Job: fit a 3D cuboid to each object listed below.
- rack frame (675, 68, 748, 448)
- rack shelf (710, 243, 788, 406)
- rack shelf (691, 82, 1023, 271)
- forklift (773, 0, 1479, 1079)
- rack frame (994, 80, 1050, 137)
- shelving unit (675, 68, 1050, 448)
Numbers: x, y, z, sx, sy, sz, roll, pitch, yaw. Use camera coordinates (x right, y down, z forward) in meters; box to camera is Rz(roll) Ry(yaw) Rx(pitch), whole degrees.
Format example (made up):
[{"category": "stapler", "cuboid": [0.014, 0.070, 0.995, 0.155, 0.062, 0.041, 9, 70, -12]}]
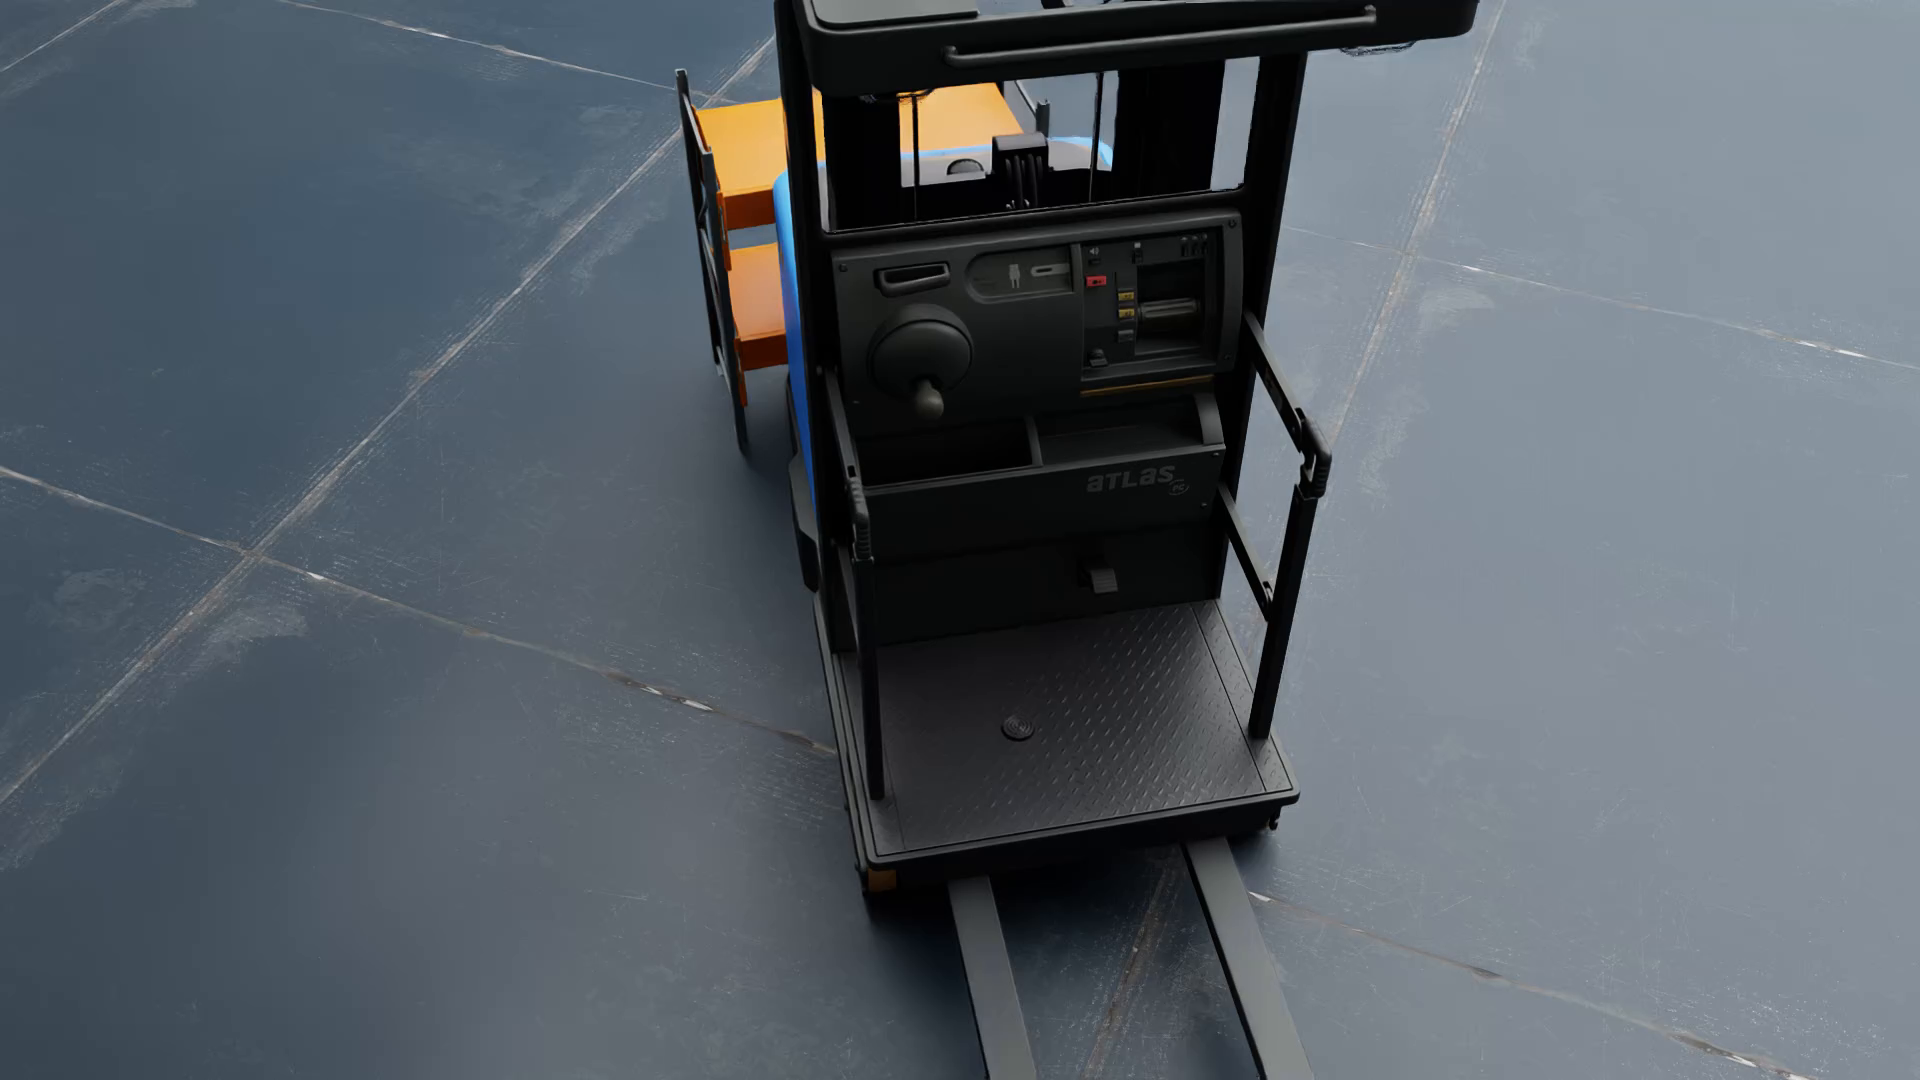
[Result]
[{"category": "rack frame", "cuboid": [-0.792, -0.879, 5.336, 0.032, 1.125, 0.500, -11, 46, -11]}, {"category": "rack shelf", "cuboid": [-0.303, -0.805, 5.608, 1.000, 0.278, 0.538, -11, 46, -11]}, {"category": "rack shelf", "cuboid": [-0.303, -1.186, 5.229, 1.000, 0.278, 0.538, -11, 46, -11]}, {"category": "forklift", "cuboid": [0.226, -0.414, 3.588, 1.130, 2.935, 3.031, -8, 45, -8]}, {"category": "rack frame", "cuboid": [0.185, -1.077, 5.535, 0.032, 1.125, 0.500, -11, 46, -11]}, {"category": "shelving unit", "cuboid": [-0.303, -0.978, 5.436, 1.048, 1.125, 0.538, -11, 46, -11]}]
